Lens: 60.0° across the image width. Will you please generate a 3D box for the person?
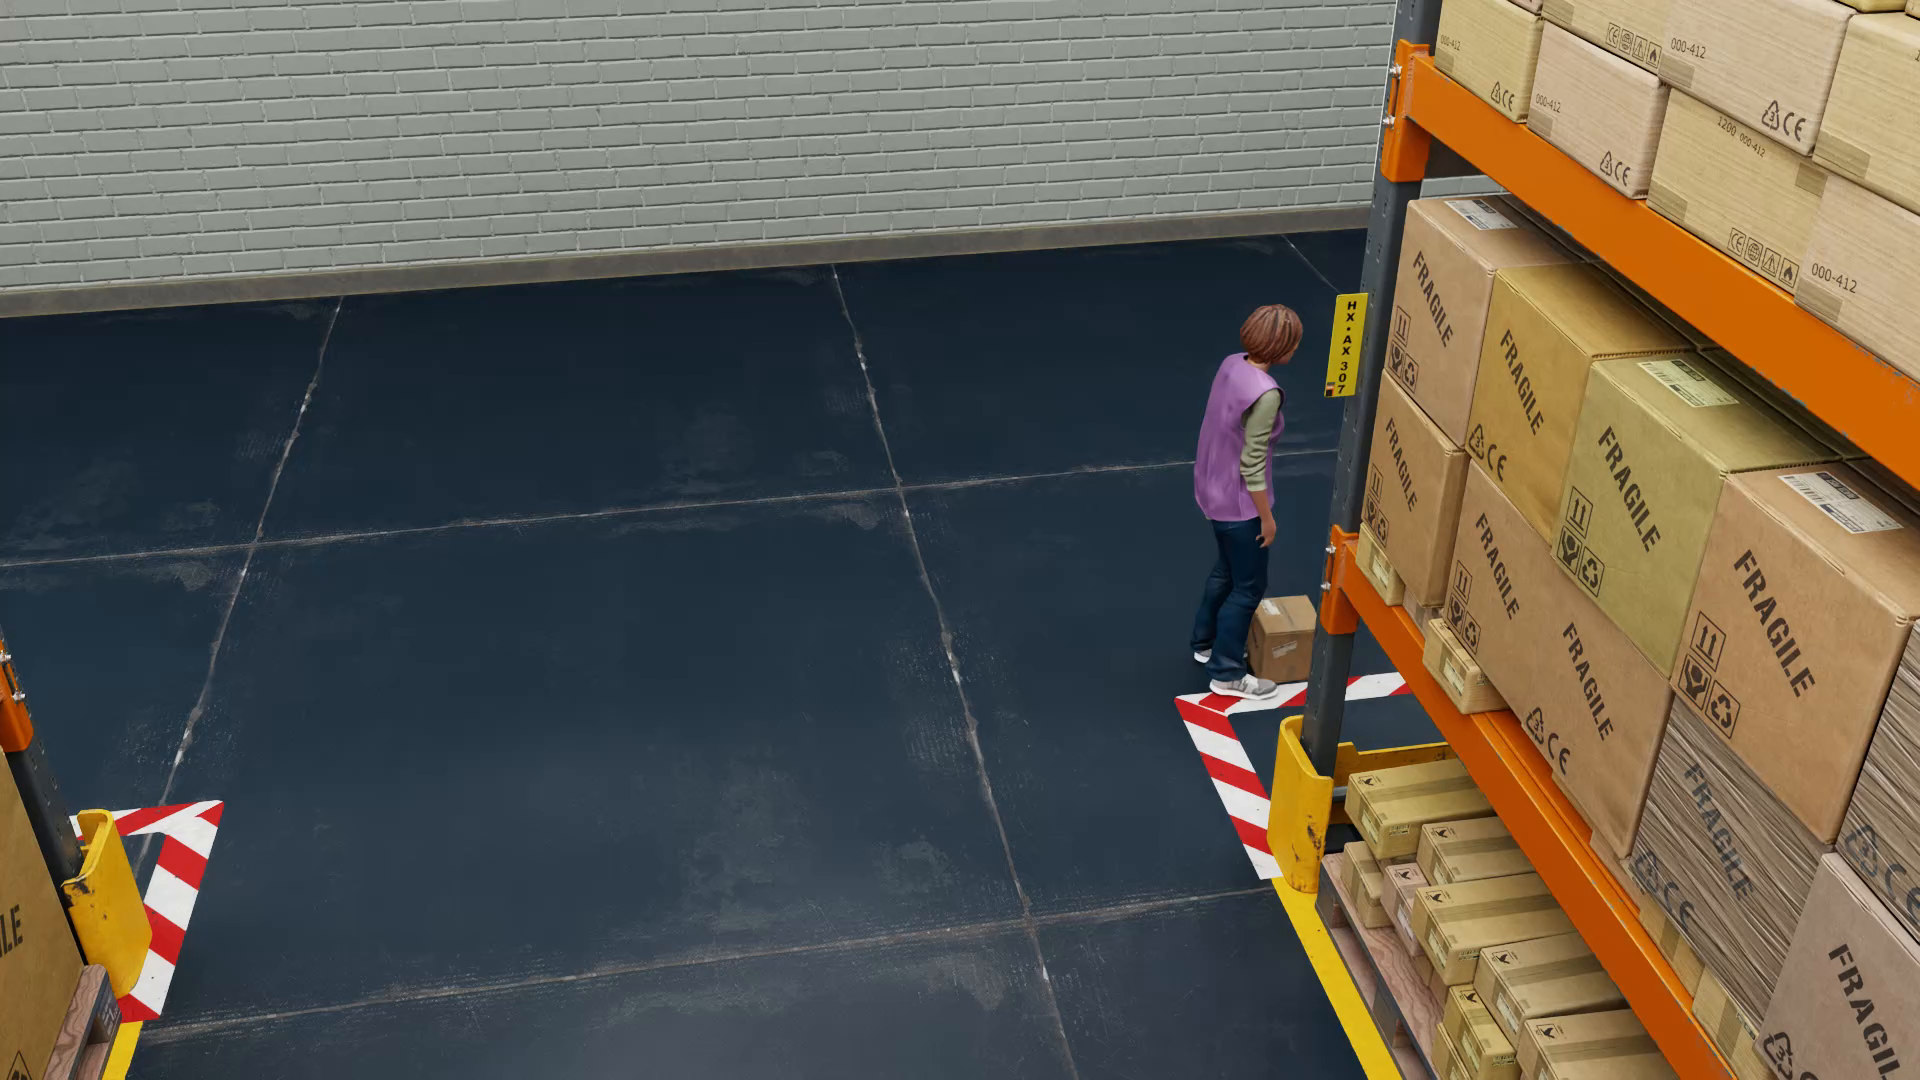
[{"bbox_3d":[1.078,-0.148,6.390,0.339,1.592,0.462,-5,31,-8],"label":"person"}]
